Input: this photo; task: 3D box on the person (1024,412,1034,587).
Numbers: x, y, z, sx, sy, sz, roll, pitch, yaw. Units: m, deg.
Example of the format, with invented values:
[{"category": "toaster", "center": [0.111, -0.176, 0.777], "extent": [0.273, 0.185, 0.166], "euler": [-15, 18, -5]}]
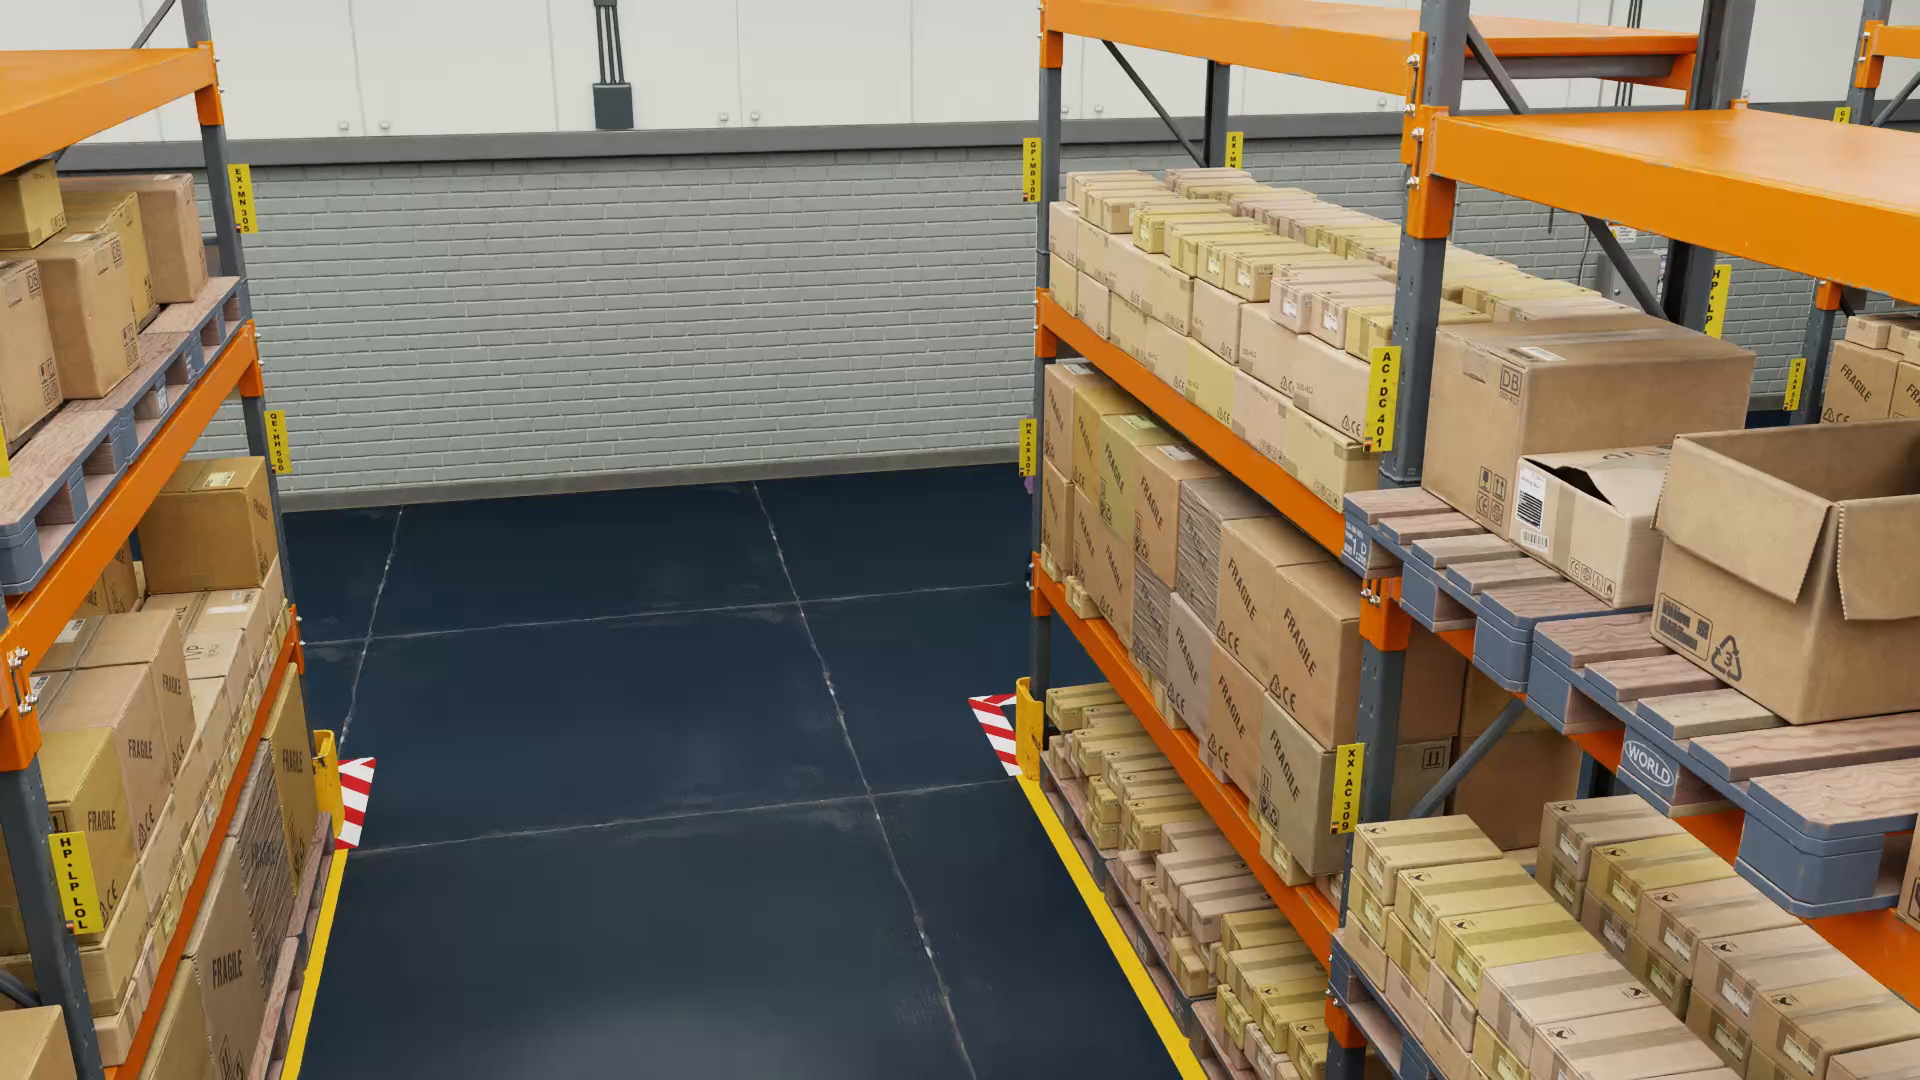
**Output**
[{"category": "person", "center": [0.624, -0.363, 12.130], "extent": [0.307, 1.577, 0.409], "euler": [-4, 20, -11]}]
